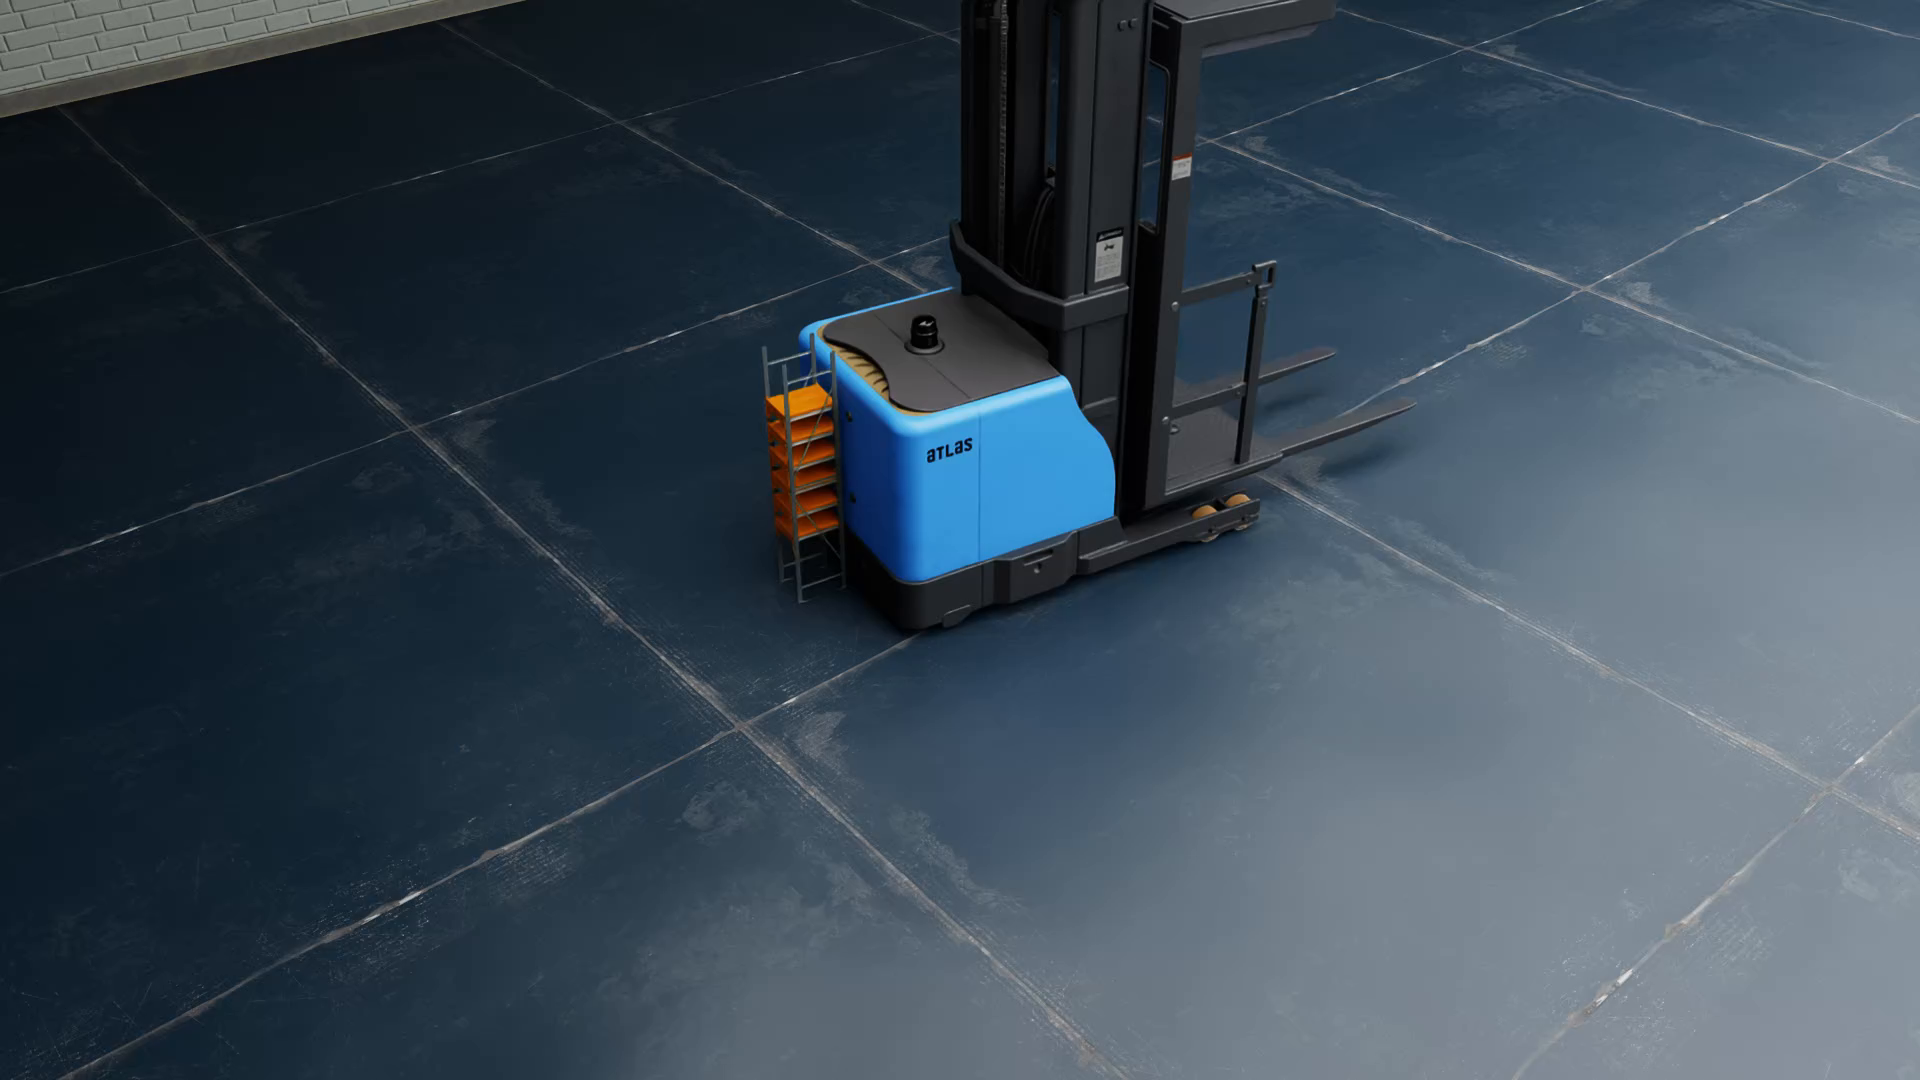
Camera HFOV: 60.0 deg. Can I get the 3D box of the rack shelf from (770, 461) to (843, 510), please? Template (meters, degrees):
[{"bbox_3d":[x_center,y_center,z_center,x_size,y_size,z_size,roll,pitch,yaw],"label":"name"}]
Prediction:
[{"bbox_3d":[-0.659,-0.252,7.144,0.258,0.103,0.180,-19,40,-25],"label":"rack shelf"}]

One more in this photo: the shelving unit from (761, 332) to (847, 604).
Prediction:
[{"bbox_3d":[-0.659,-0.288,7.118,0.258,1.200,0.189,-19,40,-25],"label":"shelving unit"}]

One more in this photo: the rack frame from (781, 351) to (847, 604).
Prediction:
[{"bbox_3d":[-0.612,-0.243,7.055,0.240,1.200,0.006,-19,40,-25],"label":"rack frame"}]

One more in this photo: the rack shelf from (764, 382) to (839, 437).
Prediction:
[{"bbox_3d":[-0.659,-0.545,6.936,0.258,0.103,0.180,-19,40,-25],"label":"rack shelf"}]

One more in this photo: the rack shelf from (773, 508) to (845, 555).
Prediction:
[{"bbox_3d":[-0.659,-0.056,7.283,0.258,0.103,0.180,-19,40,-25],"label":"rack shelf"}]

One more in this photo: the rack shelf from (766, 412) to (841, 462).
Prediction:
[{"bbox_3d":[-0.659,-0.447,7.005,0.258,0.103,0.180,-19,40,-25],"label":"rack shelf"}]

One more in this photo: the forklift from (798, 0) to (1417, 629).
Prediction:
[{"bbox_3d":[0.818,-1.433,7.238,3.031,2.935,1.130,-18,39,-24],"label":"forklift"}]

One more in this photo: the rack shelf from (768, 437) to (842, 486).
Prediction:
[{"bbox_3d":[-0.659,-0.350,7.075,0.258,0.103,0.180,-19,40,-25],"label":"rack shelf"}]

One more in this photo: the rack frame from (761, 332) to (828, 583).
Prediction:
[{"bbox_3d":[-0.707,-0.333,7.182,0.240,1.200,0.006,-19,40,-25],"label":"rack frame"}]

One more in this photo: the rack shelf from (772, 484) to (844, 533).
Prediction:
[{"bbox_3d":[-0.659,-0.154,7.213,0.258,0.103,0.180,-19,40,-25],"label":"rack shelf"}]
